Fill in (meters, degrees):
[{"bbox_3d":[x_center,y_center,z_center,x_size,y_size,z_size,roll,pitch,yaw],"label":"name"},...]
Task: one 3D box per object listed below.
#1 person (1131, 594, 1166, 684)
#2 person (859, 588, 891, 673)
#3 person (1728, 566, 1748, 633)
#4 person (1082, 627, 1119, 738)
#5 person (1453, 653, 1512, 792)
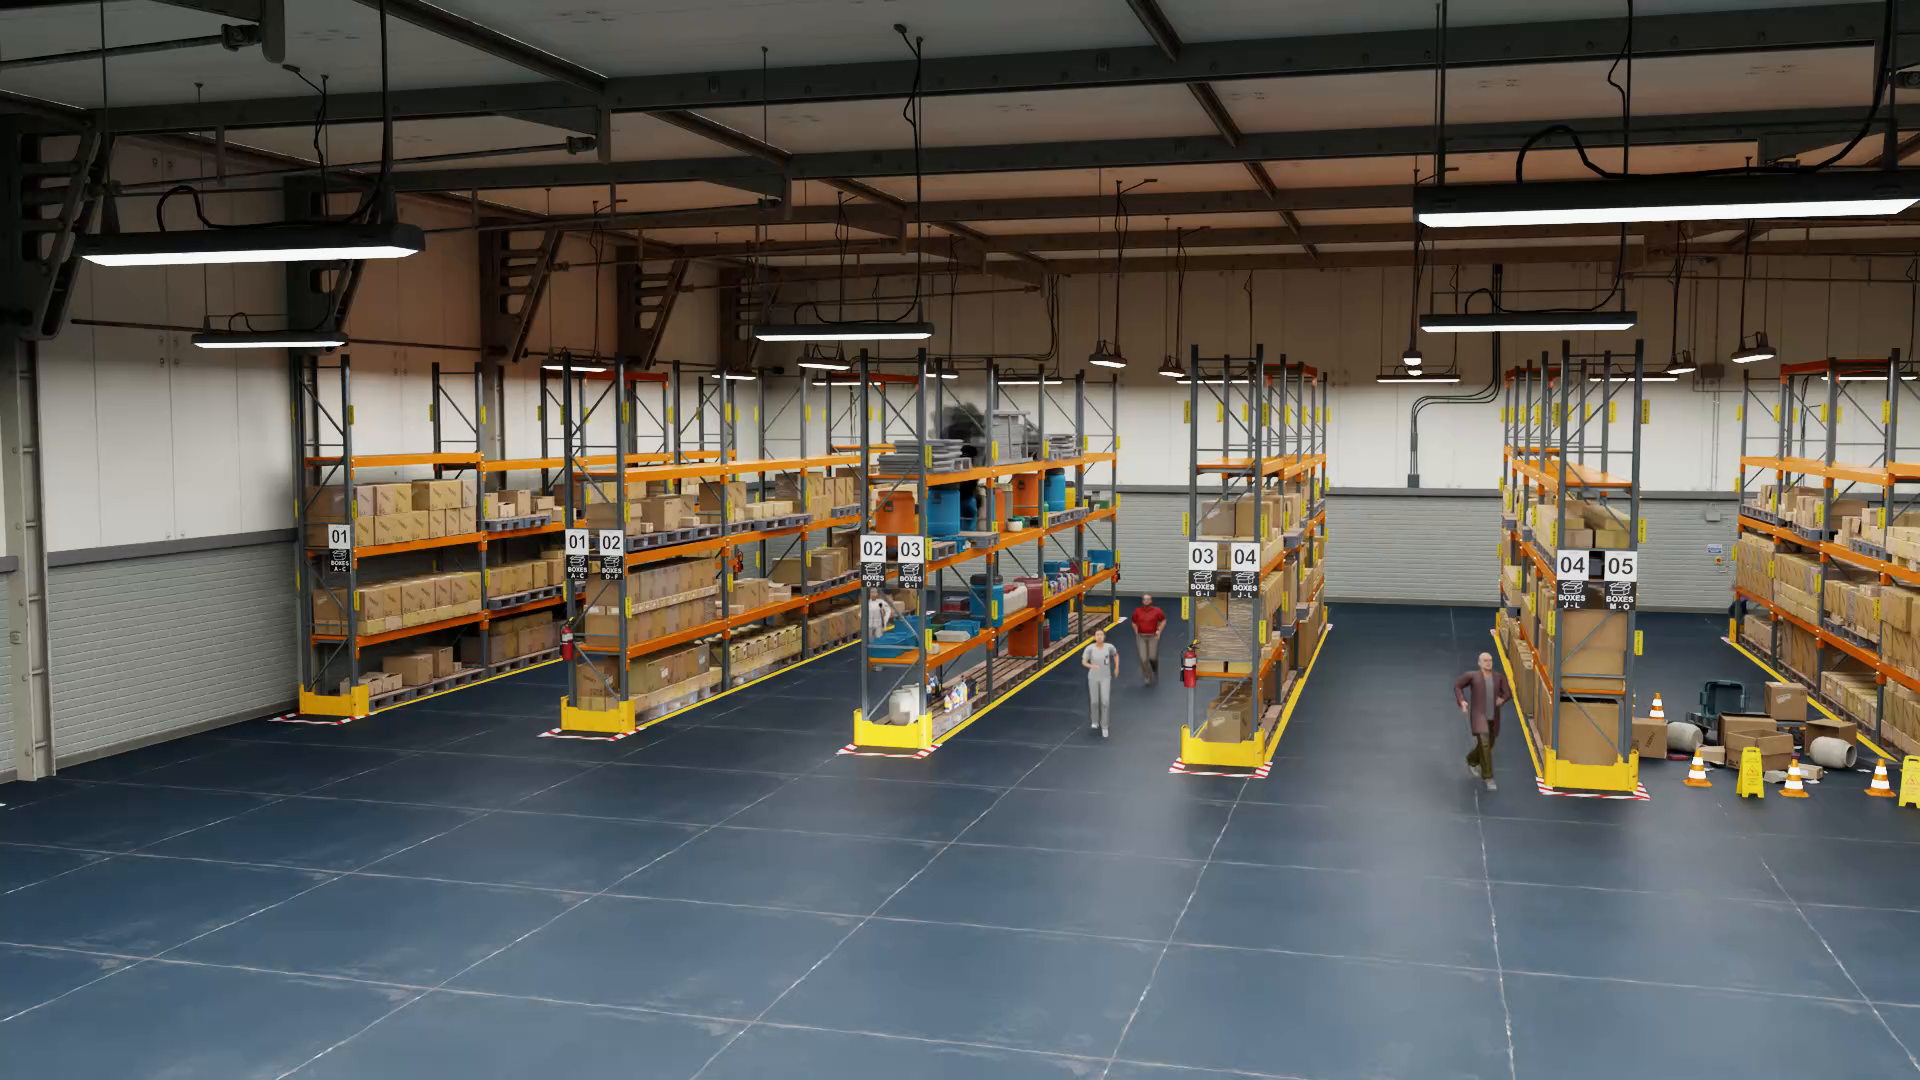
[{"bbox_3d":[3.473,1.845,30.812,0.638,1.681,0.564,1,4,14],"label":"person"},{"bbox_3d":[-1.682,1.739,32.493,0.599,1.724,0.683,0,4,6],"label":"person"},{"bbox_3d":[17.829,1.384,37.829,0.666,1.611,0.554,2,5,27],"label":"person"},{"bbox_3d":[2.197,2.228,26.055,0.584,1.743,0.747,0,4,3],"label":"person"},{"bbox_3d":[7.135,2.431,22.567,0.740,1.803,0.969,-1,4,-12],"label":"person"}]
